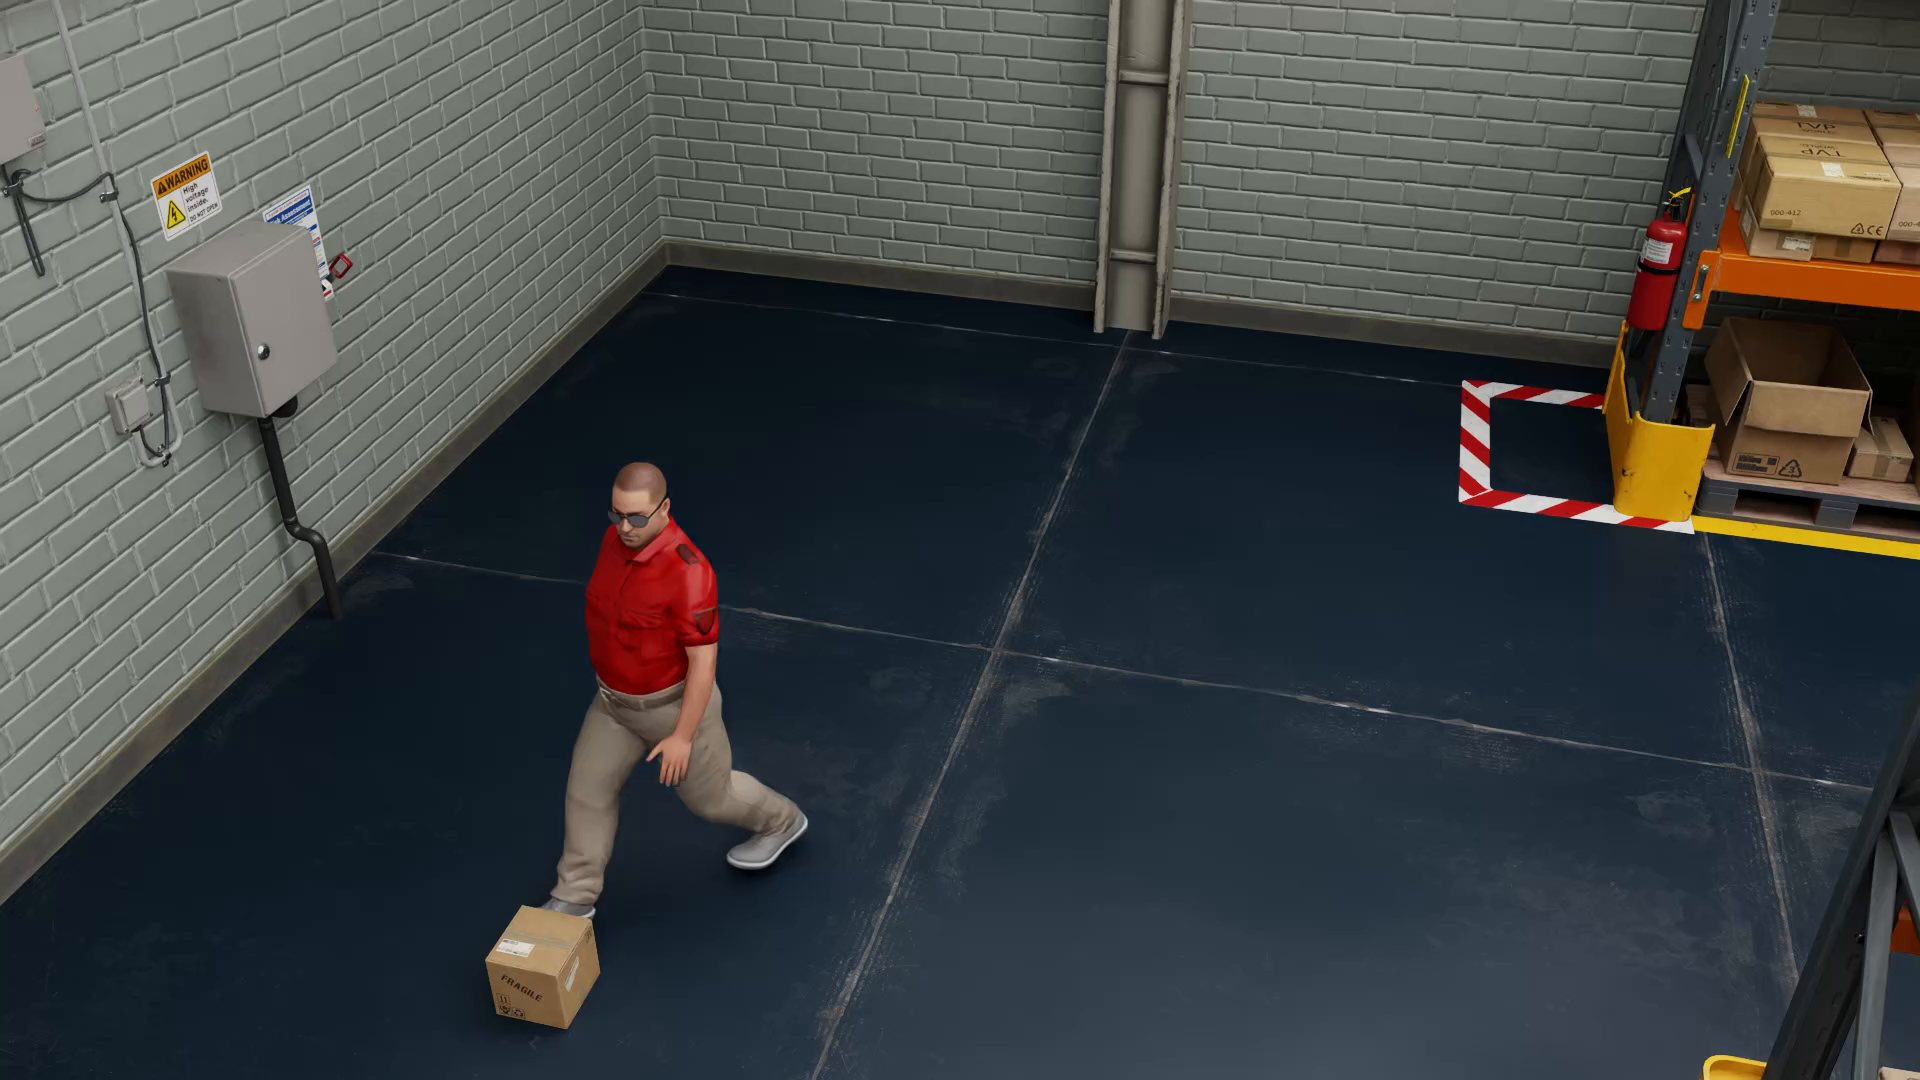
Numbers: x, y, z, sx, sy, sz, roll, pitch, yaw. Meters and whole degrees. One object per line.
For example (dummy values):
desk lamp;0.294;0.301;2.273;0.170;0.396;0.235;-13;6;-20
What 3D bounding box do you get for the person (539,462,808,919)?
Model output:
person;-1.036;0.539;5.350;0.562;1.665;1.048;26;41;34
